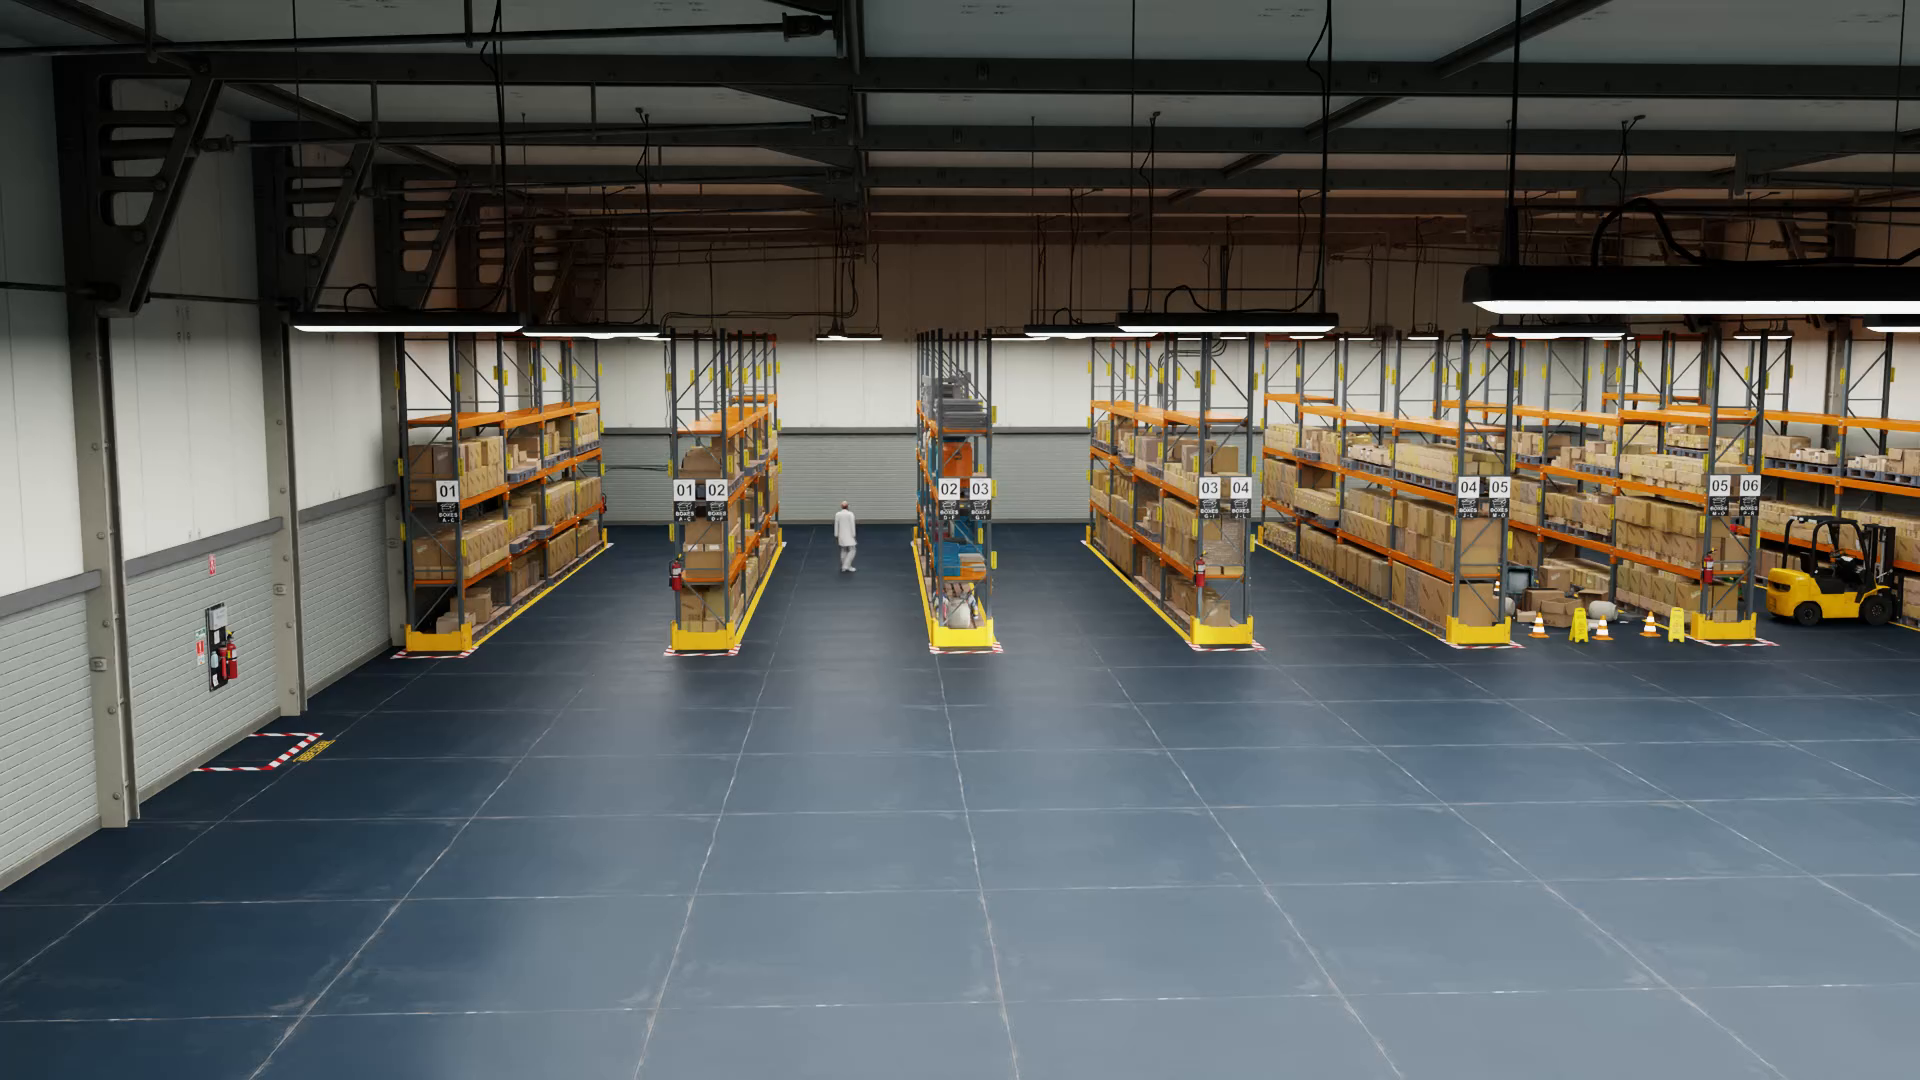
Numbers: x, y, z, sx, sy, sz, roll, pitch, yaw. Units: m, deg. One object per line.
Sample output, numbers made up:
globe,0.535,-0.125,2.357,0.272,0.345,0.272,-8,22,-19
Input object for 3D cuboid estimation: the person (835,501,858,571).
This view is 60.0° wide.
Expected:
person,-2.893,-0.089,41.888,0.634,1.777,0.582,4,8,28

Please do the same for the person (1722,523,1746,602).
person,16.992,0.533,36.586,0.575,1.790,0.530,0,7,1
